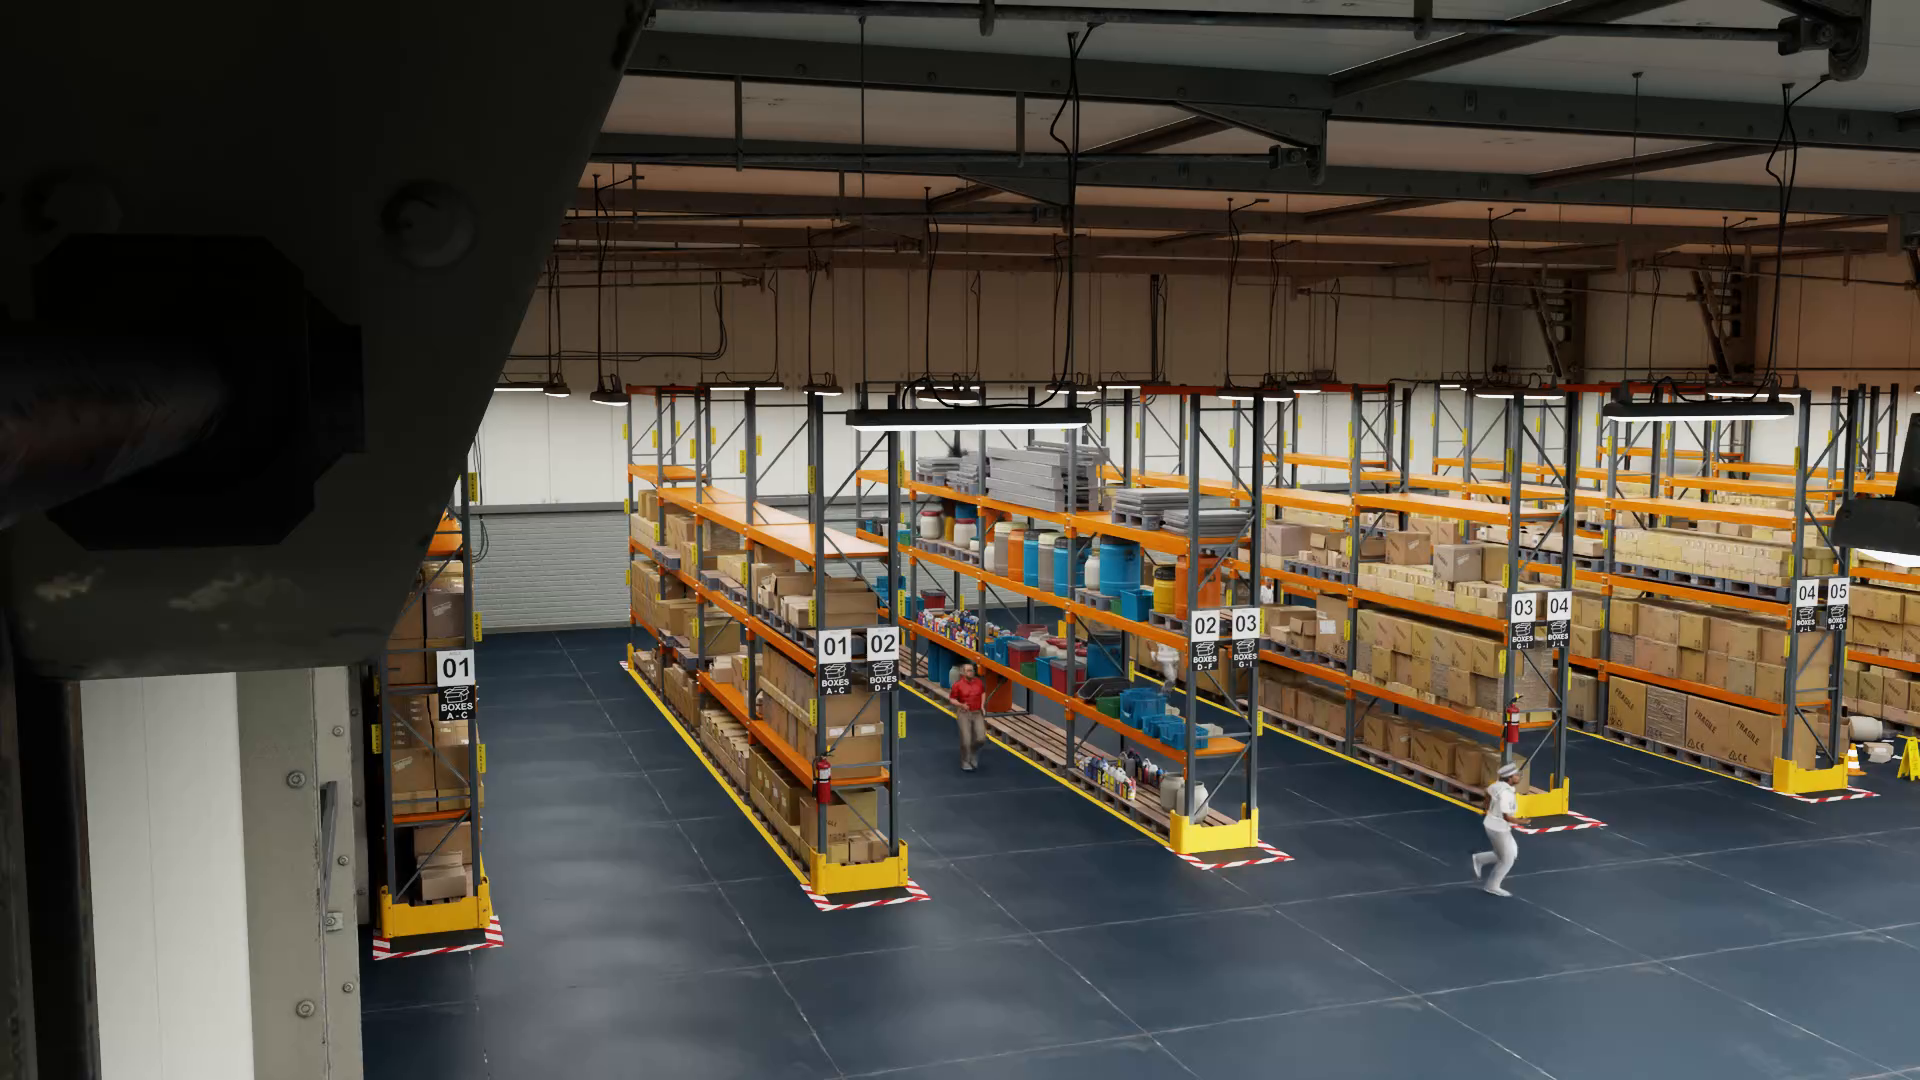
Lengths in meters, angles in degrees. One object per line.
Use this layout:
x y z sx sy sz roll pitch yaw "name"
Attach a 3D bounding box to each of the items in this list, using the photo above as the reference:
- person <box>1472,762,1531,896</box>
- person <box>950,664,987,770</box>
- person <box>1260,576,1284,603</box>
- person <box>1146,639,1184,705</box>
6.529 3.466 19.992 0.618 1.640 0.614 1 6 9 "person"
0.182 2.792 26.108 0.650 1.688 0.602 -2 6 -19 "person"
6.857 1.653 36.864 0.635 1.831 0.853 -1 6 -11 "person"
3.883 2.264 30.836 0.655 1.795 0.712 -4 7 -32 "person"
